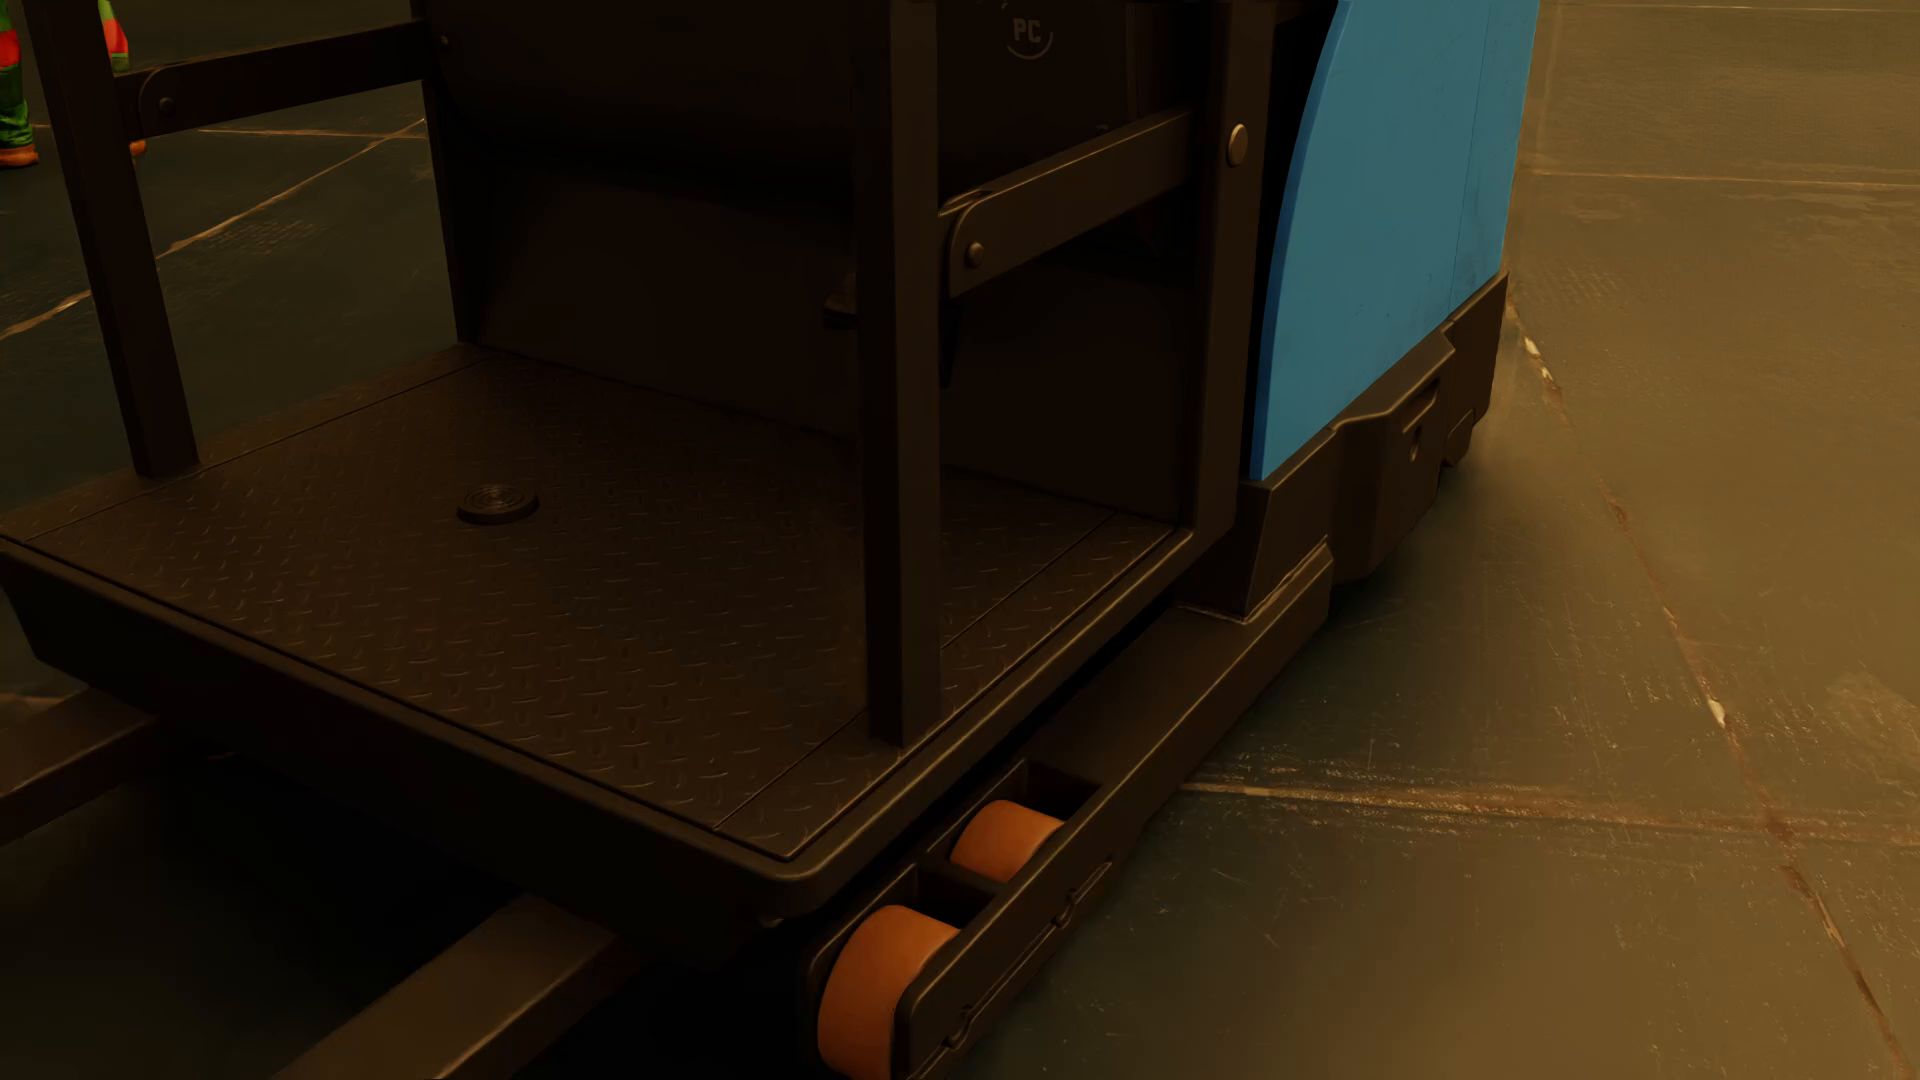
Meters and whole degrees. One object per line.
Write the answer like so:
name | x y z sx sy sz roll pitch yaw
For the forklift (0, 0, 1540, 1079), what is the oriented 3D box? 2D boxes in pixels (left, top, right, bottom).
forklift | -0.323 -1.051 1.323 1.130 2.935 3.031 16 31 29

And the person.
person | -2.500 -1.855 4.238 0.632 1.806 0.488 -24 35 -39
